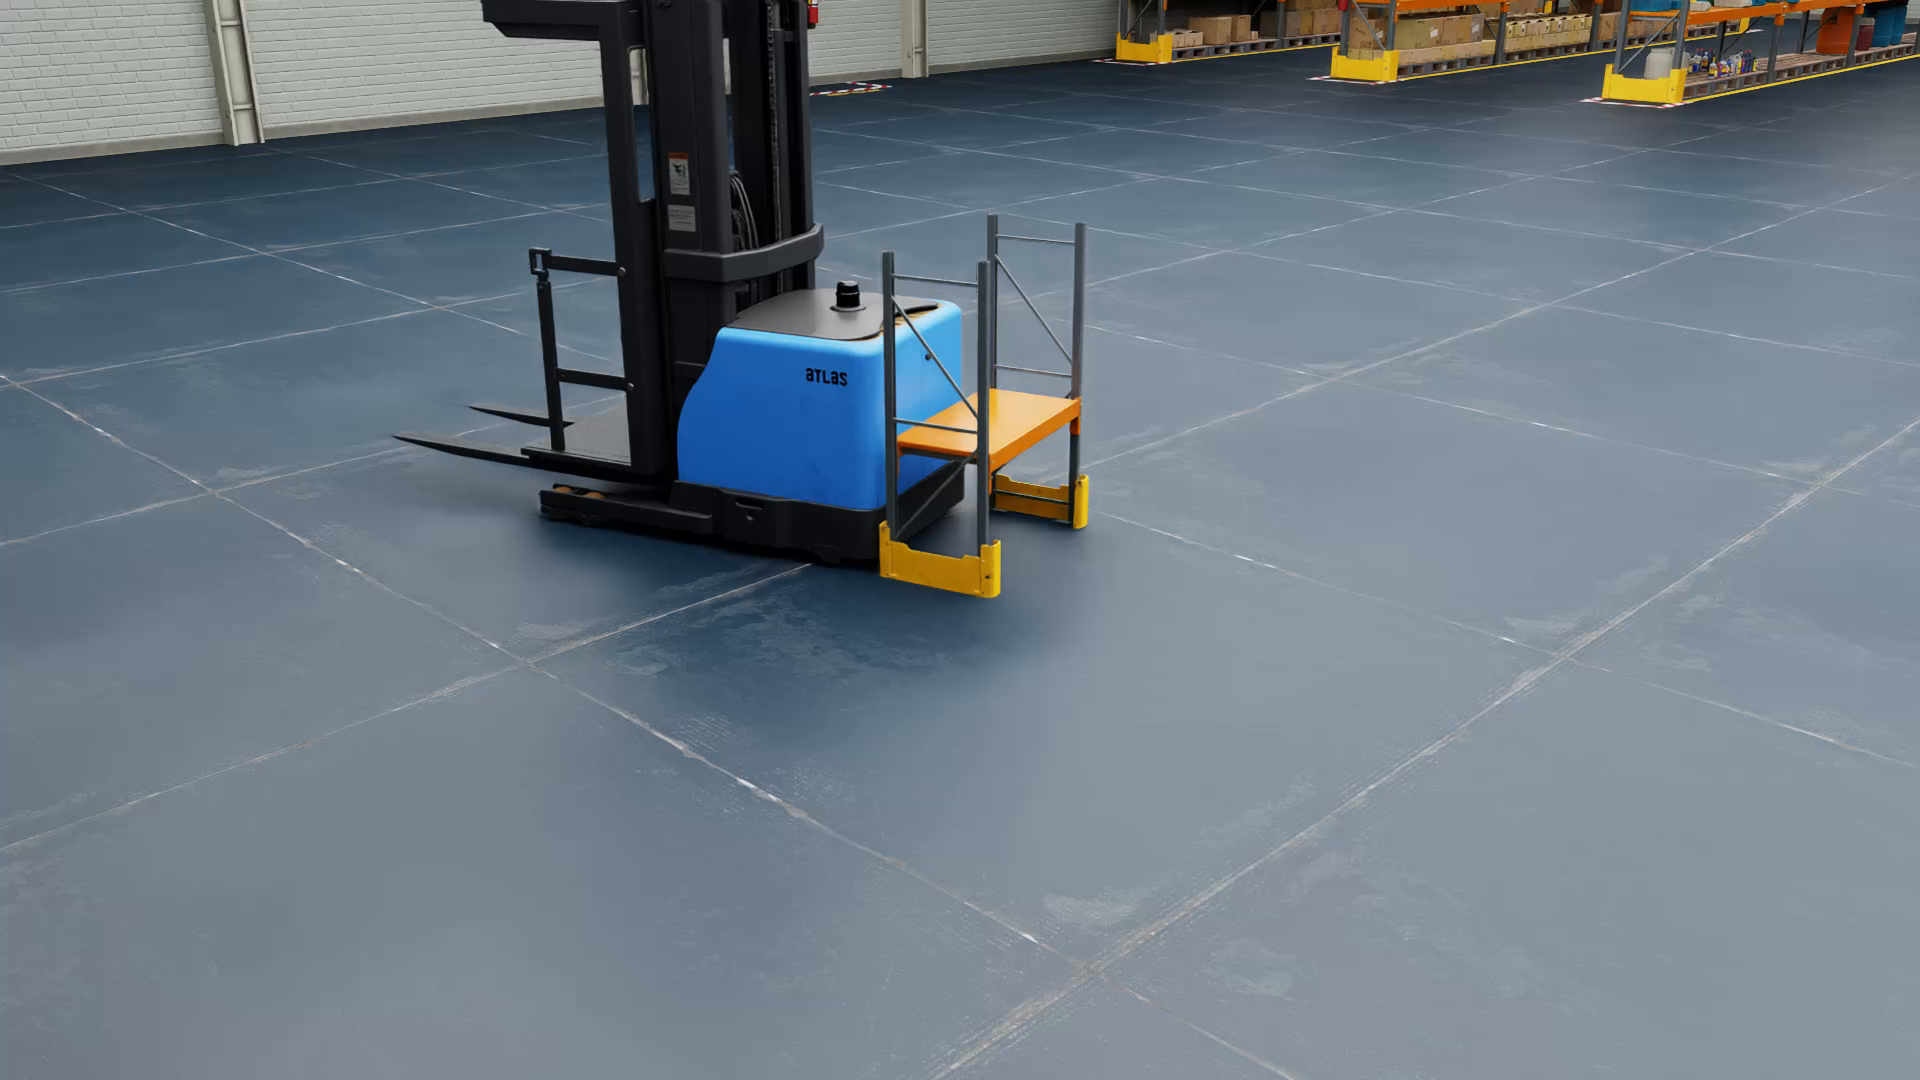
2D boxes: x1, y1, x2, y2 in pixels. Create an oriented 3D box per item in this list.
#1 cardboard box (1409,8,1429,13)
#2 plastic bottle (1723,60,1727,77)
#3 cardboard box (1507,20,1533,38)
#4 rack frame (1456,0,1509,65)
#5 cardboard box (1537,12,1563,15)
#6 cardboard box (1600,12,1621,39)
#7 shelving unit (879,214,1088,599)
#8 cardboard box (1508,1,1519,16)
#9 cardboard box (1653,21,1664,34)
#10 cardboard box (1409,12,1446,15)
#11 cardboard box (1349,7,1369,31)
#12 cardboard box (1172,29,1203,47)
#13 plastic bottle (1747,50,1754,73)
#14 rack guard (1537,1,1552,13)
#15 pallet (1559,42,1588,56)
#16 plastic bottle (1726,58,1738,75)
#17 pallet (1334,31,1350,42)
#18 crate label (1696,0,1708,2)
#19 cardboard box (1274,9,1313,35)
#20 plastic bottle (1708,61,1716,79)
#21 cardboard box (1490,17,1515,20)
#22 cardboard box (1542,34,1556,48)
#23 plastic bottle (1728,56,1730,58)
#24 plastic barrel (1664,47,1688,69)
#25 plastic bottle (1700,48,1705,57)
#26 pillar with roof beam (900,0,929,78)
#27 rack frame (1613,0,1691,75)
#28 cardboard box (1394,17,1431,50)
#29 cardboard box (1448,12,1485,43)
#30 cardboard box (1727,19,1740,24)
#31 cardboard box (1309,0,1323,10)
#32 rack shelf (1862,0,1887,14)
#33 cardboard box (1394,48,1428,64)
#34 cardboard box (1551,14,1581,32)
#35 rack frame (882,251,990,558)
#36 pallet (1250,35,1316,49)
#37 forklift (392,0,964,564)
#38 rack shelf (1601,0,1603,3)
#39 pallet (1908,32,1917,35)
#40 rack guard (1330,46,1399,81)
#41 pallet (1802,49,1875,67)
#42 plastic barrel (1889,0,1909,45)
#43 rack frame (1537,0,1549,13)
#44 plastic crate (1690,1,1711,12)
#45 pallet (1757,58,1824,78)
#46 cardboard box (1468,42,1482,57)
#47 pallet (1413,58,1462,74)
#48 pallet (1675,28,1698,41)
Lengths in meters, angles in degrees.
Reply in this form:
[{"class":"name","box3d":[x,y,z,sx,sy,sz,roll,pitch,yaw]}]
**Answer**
[{"class":"cardboard box","box3d":[10.321,-12.350,38.437,0.750,0.750,0.750,19,28,40]},{"class":"plastic bottle","box3d":[12.413,-7.676,27.053,0.097,0.271,0.097,0,21,0]},{"class":"cardboard box","box3d":[10.679,-9.857,32.003,0.500,0.311,0.500,19,28,40]},{"class":"rack frame","box3d":[9.860,-10.511,31.240,1.000,3.000,0.127,19,28,41]},{"class":"cardboard box","box3d":[12.074,-10.652,34.074,0.500,0.311,0.500,-19,28,-40]},{"class":"cardboard box","box3d":[13.534,-10.759,34.757,0.500,0.500,0.500,18,27,39]},{"class":"shelving unit","box3d":[0.132,-0.657,7.693,0.587,1.500,1.083,10,23,25]},{"class":"cardboard box","box3d":[13.563,-13.401,41.657,0.700,0.500,0.500,18,27,39]},{"class":"cardboard box","box3d":[14.951,-11.282,36.118,0.500,0.500,0.500,19,28,41]},{"class":"cardboard box","box3d":[8.614,-9.476,30.748,0.500,0.500,0.500,19,28,41]},{"class":"cardboard box","box3d":[8.633,-11.618,36.993,0.500,0.500,0.700,-20,29,-41]},{"class":"cardboard box","box3d":[4.462,-9.974,32.977,0.500,0.311,0.500,-17,27,-38]},{"class":"plastic bottle","box3d":[13.163,-8.001,27.790,0.144,0.351,0.185,18,28,39]},{"class":"rack guard","box3d":[14.696,-13.674,42.953,1.175,0.500,0.348,19,28,41]},{"class":"pallet","box3d":[12.048,-10.036,33.890,1.003,0.211,1.213,19,28,41]},{"class":"plastic bottle","box3d":[12.688,-7.793,27.353,0.135,0.276,0.152,-20,28,-41]},{"class":"pallet","box3d":[8.552,-11.276,37.117,1.003,0.211,1.213,19,28,41]},{"class":"crate label","box3d":[11.706,-8.799,26.738,0.502,0.435,0.616,19,28,41]},{"class":"cardboard box","box3d":[7.134,-11.127,35.714,0.700,0.500,0.500,19,28,40]},{"class":"plastic bottle","box3d":[12.104,-7.562,26.757,0.097,0.271,0.097,0,21,0]},{"class":"cardboard box","box3d":[10.645,-10.124,32.699,0.500,0.311,0.500,19,28,40]},{"class":"cardboard box","box3d":[11.391,-9.861,32.795,0.500,0.250,0.500,-20,28,-41]},{"class":"plastic bottle","box3d":[12.713,-7.857,27.507,0.061,0.283,0.133,19,28,41]},{"class":"plastic barrel","box3d":[11.370,-7.594,26.533,0.421,0.512,0.421,0,21,0]},{"class":"plastic bottle","box3d":[12.546,-8.136,28.139,0.185,0.351,0.144,-19,28,-41]},{"class":"pillar with roof beam","box3d":[2.285,-11.299,24.927,9.100,9.000,0.400,19,28,41]},{"class":"rack frame","box3d":[10.616,-8.242,25.337,1.000,3.000,0.127,19,28,41]},{"class":"cardboard box","box3d":[7.950,-8.957,29.398,0.500,0.500,0.500,19,28,41]},{"class":"cardboard box","box3d":[9.336,-9.474,30.744,0.500,0.500,0.500,19,28,41]},{"class":"cardboard box","box3d":[18.028,-12.433,39.111,0.500,0.500,0.500,19,28,41]},{"class":"cardboard box","box3d":[7.474,-11.581,35.849,0.500,0.250,0.500,18,28,39]},{"class":"rack shelf","box3d":[17.592,-10.477,32.154,1.077,0.370,4.000,19,28,41]},{"class":"cardboard box","box3d":[7.949,-8.607,29.534,0.500,0.250,0.500,19,28,41]},{"class":"cardboard box","box3d":[12.103,-10.382,33.370,0.500,0.311,0.500,19,28,40]},{"class":"rack frame","box3d":[-0.103,-0.491,7.263,0.500,1.500,0.032,10,23,25]},{"class":"pallet","box3d":[6.850,-10.649,35.485,1.003,0.211,1.213,19,28,41]},{"class":"forklift","box3d":[-1.536,-1.598,8.147,3.031,2.935,1.130,10,23,23]},{"class":"rack shelf","box3d":[14.045,-11.717,35.382,1.077,0.370,4.000,19,28,41]},{"class":"pallet","box3d":[21.174,-10.851,36.012,1.003,0.211,1.213,19,28,41]},{"class":"rack guard","box3d":[7.053,-8.310,28.997,1.175,0.500,0.348,19,28,41]},{"class":"pallet","box3d":[16.717,-9.210,31.742,1.003,0.211,1.213,19,28,41]},{"class":"plastic barrel","box3d":[18.595,-10.408,33.311,0.600,0.901,0.708,19,28,41]},{"class":"rack frame","box3d":[14.679,-14.834,42.489,1.000,3.000,0.127,19,28,41]},{"class":"plastic crate","box3d":[11.471,-8.268,25.773,0.298,0.136,0.250,19,28,41]},{"class":"pallet","box3d":[14.777,-8.495,29.883,1.003,0.211,1.213,19,28,41]},{"class":"cardboard box","box3d":[9.337,-9.124,30.878,0.500,0.250,0.500,19,28,41]},{"class":"pallet","box3d":[8.424,-8.700,30.416,1.003,0.211,1.213,19,28,41]},{"class":"pallet","box3d":[15.920,-11.442,37.549,1.003,0.211,1.213,19,28,41]}]
